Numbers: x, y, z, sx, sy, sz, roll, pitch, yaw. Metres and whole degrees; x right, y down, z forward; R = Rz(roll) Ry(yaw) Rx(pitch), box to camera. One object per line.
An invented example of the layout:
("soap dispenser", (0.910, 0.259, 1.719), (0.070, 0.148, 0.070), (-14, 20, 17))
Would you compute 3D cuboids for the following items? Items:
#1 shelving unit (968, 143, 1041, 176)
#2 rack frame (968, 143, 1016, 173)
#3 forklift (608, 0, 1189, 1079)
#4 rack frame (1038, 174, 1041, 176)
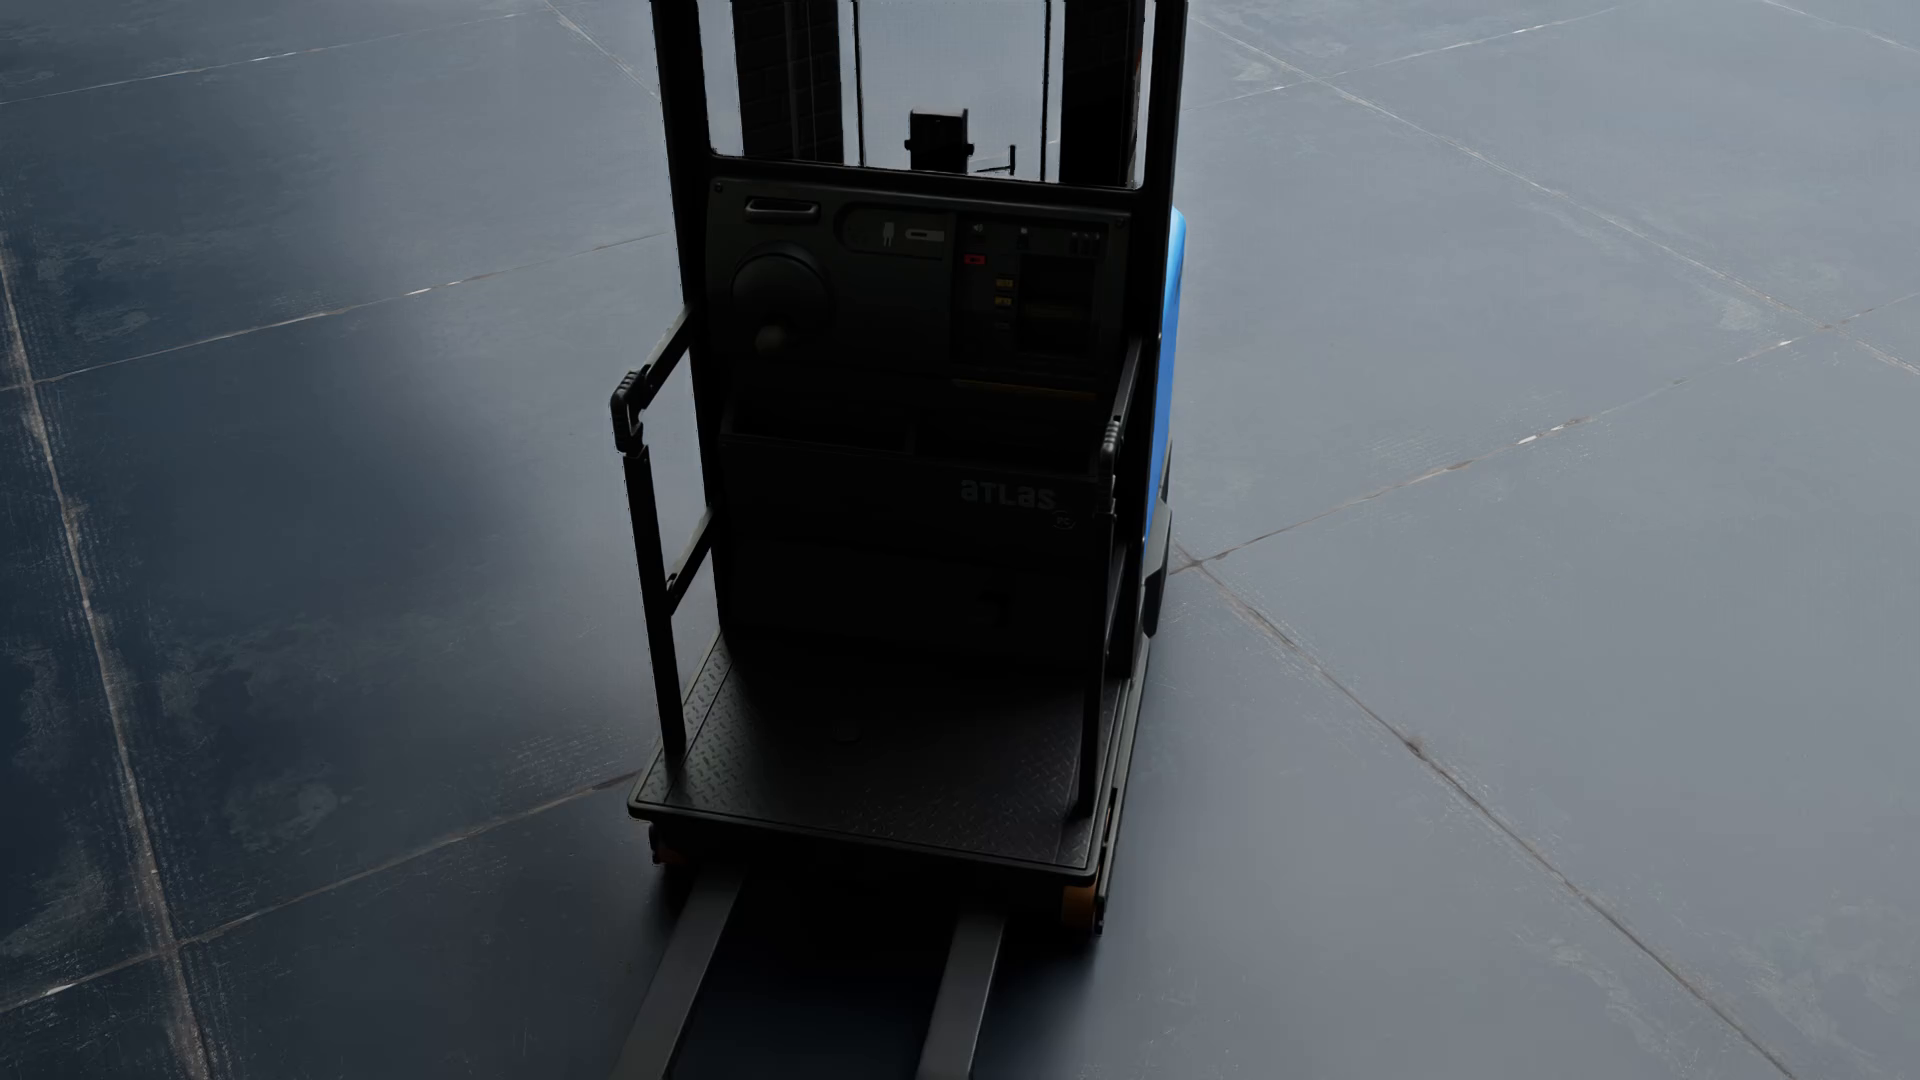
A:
("shelving unit", (0.110, -0.719, 5.344), (0.215, 1.050, 0.252), (-9, 37, -13))
("rack frame", (0.077, -0.788, 5.439), (0.200, 1.050, 0.008), (-9, 37, -13))
("forklift", (-0.142, -0.496, 3.444), (1.130, 2.935, 3.031), (7, 37, 9))
("rack frame", (0.143, -0.650, 5.249), (0.200, 1.050, 0.008), (-9, 37, -13))
